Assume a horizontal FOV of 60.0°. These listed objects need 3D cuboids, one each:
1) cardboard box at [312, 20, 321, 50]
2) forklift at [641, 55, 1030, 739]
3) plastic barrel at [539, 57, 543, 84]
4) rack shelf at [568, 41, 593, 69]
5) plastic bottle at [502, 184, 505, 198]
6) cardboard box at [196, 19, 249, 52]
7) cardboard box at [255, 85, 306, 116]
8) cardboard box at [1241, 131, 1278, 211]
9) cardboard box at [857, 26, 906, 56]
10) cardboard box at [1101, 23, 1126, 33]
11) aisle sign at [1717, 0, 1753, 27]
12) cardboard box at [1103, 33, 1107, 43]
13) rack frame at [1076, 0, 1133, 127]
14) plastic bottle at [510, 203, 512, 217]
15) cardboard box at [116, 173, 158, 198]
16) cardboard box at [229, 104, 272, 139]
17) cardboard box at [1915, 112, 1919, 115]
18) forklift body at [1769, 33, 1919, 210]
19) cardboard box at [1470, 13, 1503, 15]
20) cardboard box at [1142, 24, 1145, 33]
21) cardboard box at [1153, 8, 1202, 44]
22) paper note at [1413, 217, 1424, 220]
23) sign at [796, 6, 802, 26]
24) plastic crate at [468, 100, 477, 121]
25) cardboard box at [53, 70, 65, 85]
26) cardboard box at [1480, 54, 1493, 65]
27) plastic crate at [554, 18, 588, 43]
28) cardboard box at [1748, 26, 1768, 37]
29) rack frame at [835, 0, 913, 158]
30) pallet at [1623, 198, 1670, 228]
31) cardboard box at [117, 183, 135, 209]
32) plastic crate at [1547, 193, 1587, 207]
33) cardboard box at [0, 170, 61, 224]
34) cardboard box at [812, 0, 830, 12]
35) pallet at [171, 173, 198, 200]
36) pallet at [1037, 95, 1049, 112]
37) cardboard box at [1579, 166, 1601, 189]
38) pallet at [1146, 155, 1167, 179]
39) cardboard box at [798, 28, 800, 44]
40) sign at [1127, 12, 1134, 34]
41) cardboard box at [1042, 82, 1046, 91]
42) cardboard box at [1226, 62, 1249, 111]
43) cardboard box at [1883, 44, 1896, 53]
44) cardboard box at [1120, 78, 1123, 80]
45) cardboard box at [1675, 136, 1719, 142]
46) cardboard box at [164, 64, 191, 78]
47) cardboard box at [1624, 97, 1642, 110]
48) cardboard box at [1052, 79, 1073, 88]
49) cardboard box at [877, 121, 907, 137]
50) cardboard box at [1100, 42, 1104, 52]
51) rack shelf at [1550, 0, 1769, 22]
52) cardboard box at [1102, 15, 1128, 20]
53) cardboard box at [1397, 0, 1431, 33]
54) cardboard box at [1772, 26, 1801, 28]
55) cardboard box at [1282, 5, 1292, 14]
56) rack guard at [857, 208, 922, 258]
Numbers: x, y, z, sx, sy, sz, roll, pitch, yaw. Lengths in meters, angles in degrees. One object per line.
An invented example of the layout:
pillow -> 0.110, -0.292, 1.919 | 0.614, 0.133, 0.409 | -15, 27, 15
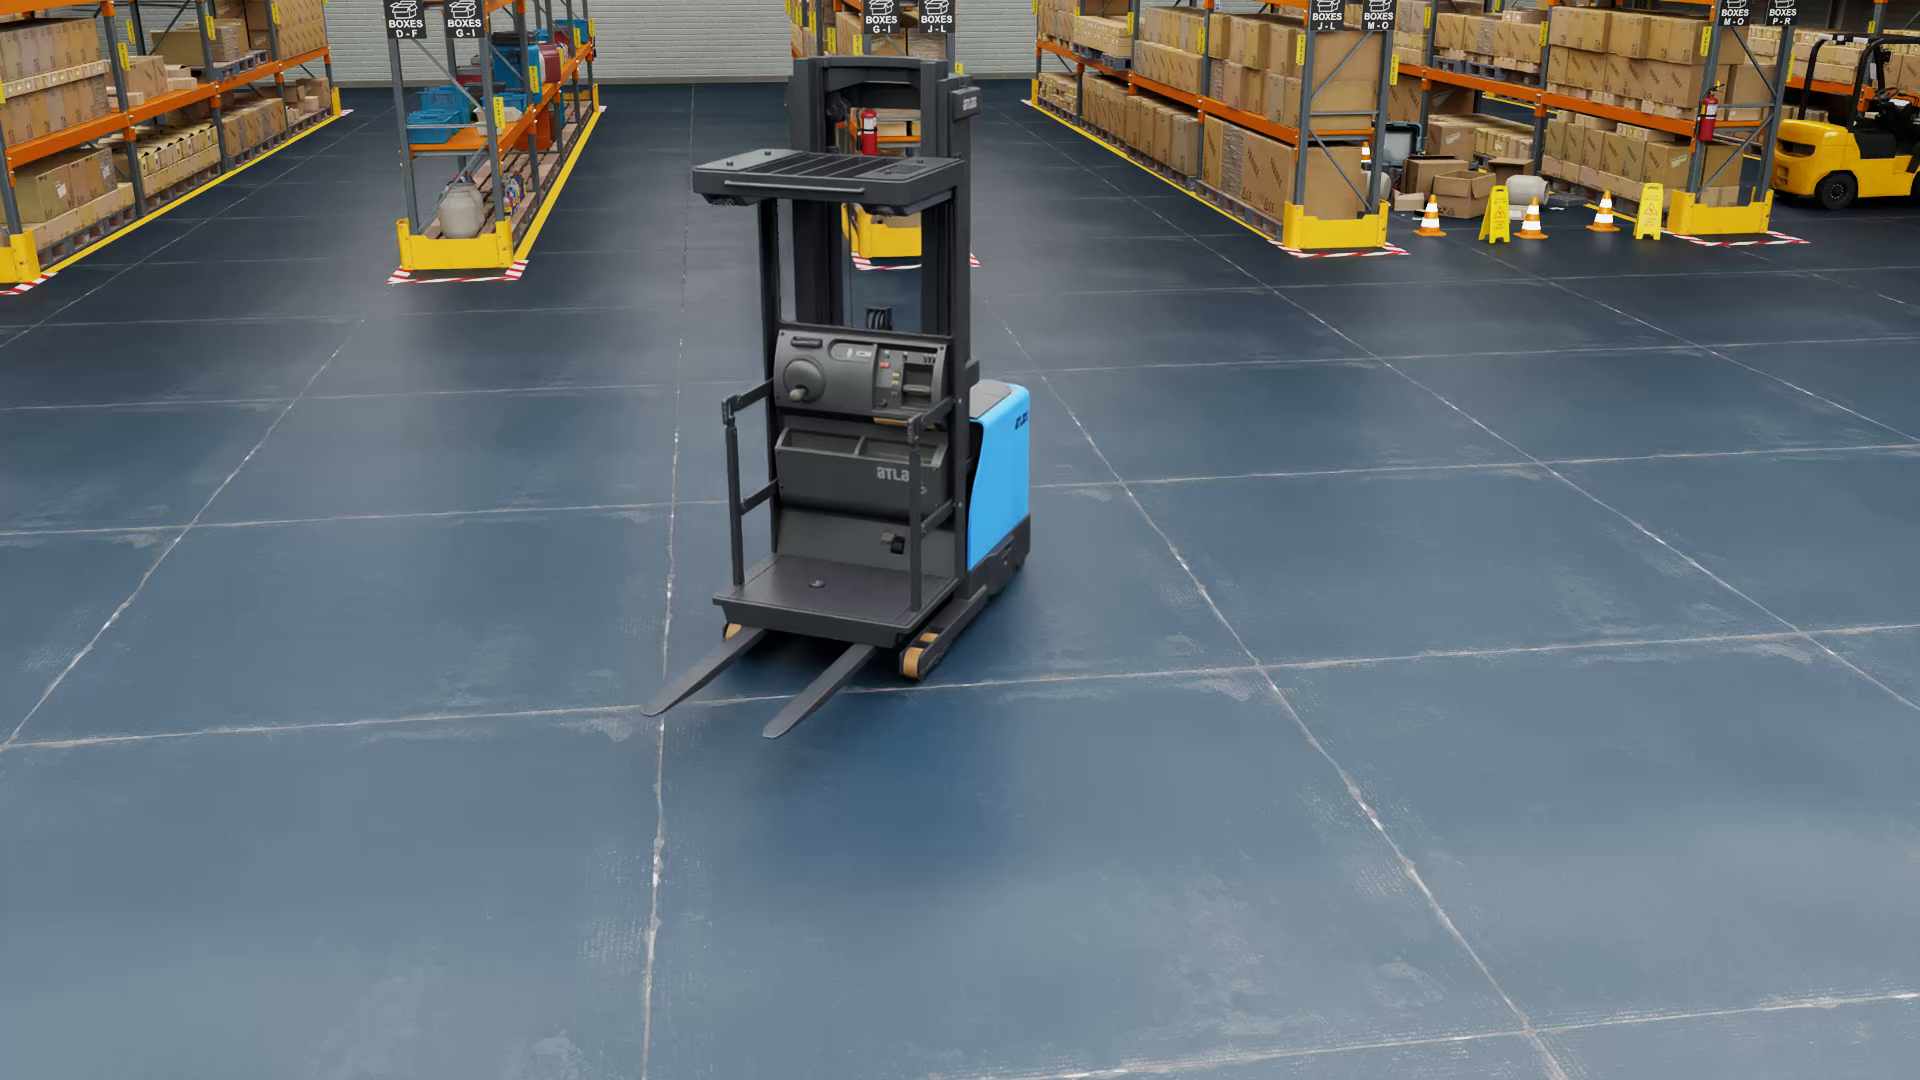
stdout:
cardboard box -> -12.255, -9.416, 30.996 | 0.500, 0.500, 0.500 | -3, 21, -7
forklift -> -0.586, -0.834, 8.261 | 1.130, 2.935, 3.031 | 8, 22, 19
plastic barrel -> -6.191, -6.729, 23.787 | 0.421, 0.512, 0.421 | 0, 20, 0
rack shelf -> -7.476, -8.909, 30.809 | 1.077, 0.370, 4.000 | -3, 21, -8
plastic bottle -> -5.668, -4.268, 20.610 | 0.061, 0.283, 0.133 | -3, 21, -8
cardboard box -> -12.243, -8.373, 27.604 | 0.700, 0.500, 0.500 | -10, 23, -26
cardboard box -> -12.366, -7.991, 30.265 | 0.797, 0.503, 0.637 | -3, 21, -8
cardboard box -> 4.074, -4.601, 20.684 | 0.875, 0.875, 0.875 | -3, 21, -9
cardboard box -> -0.881, -5.481, 18.606 | 0.500, 0.500, 0.500 | -3, 21, -8
cardboard box -> 2.545, -8.491, 27.572 | 0.380, 0.149, 0.250 | -3, 21, -8
aisle sign -> 8.971, -6.330, 19.161 | 0.394, 0.787, 0.004 | -3, 21, -8
cardboard box -> 2.574, -8.270, 27.404 | 0.380, 0.149, 0.250 | -3, 21, -8
rack frame -> 2.636, -9.018, 30.074 | 1.000, 3.000, 0.127 | -3, 21, -8
plastic bottle -> -5.426, -3.973, 19.937 | 0.097, 0.201, 0.097 | 0, 20, 0
cardboard box -> -10.750, -4.596, 21.563 | 0.500, 0.250, 0.500 | -3, 21, -9
cardboard box -> -11.601, -6.838, 27.181 | 0.500, 0.500, 0.500 | -3, 21, -7
cardboard box -> 13.846, -6.001, 23.897 | 0.500, 0.250, 0.500 | -3, 21, -7
forklift body -> 12.082, -5.567, 22.046 | 2.313, 2.155, 1.214 | -3, 21, -8
cardboard box -> 8.437, -8.157, 26.602 | 0.500, 0.500, 0.500 | -4, 21, -9
cardboard box -> 3.228, -8.431, 27.410 | 0.380, 0.149, 0.250 | -4, 21, -10
cardboard box -> 3.342, -7.817, 25.288 | 0.700, 0.500, 0.500 | -3, 21, -9
paper note -> 5.826, -4.086, 21.114 | 0.144, 0.017, 0.142 | 4, 21, 11
sign -> -2.836, -9.217, 29.257 | 0.100, 0.325, 0.005 | -3, 21, -8
plastic crate -> -6.119, -5.200, 20.154 | 0.450, 0.188, 0.662 | -3, 21, -8
cardboard box -> -10.463, -5.271, 18.971 | 0.380, 0.149, 0.250 | -2, 21, -6
cardboard box -> 8.144, -7.313, 25.268 | 0.380, 0.149, 0.250 | -2, 21, -6
plastic crate -> -7.532, -9.876, 32.236 | 0.616, 0.435, 0.499 | -3, 21, -8
cardboard box -> 12.864, -8.215, 26.854 | 0.380, 0.149, 0.250 | -2, 21, -6
rack frame -> -1.134, -6.033, 22.082 | 1.000, 3.000, 0.127 | -3, 21, -8
pallet -> 9.156, -4.151, 21.029 | 1.003, 0.211, 1.213 | -3, 21, -8
cardboard box -> -10.654, -4.294, 20.755 | 0.500, 0.250, 0.500 | -3, 21, -8
plastic crate -> 8.088, -4.580, 22.365 | 0.402, 0.080, 0.583 | -11, 23, -26
cardboard box -> -10.292, -3.780, 18.307 | 0.500, 0.500, 0.500 | -3, 21, -8
cardboard box -> -2.099, -8.861, 28.076 | 0.797, 0.503, 0.637 | -3, 21, -7
pallet -> -11.261, -4.905, 23.047 | 1.003, 0.211, 1.213 | -3, 21, -8
pallet -> 2.152, -8.787, 33.442 | 1.003, 0.211, 1.213 | -3, 21, -8
cardboard box -> 8.658, -4.856, 22.260 | 0.500, 0.250, 0.500 | -3, 21, -8
pallet -> 3.424, -5.629, 24.985 | 1.003, 0.211, 1.213 | -3, 21, -8
cardboard box -> -2.687, -9.191, 30.326 | 0.500, 0.250, 0.500 | -2, 21, -6
sign -> 2.677, -8.108, 26.096 | 0.100, 0.325, 0.005 | -3, 21, -8
cardboard box -> 1.864, -9.112, 33.374 | 0.380, 0.149, 0.250 | -3, 21, -8
cardboard box -> 3.917, -5.809, 21.268 | 0.875, 0.550, 0.550 | -3, 21, -8
cardboard box -> 13.370, -7.012, 23.632 | 0.380, 0.149, 0.250 | -3, 21, -9
cardboard box -> 3.054, -7.971, 29.172 | 0.500, 0.250, 0.500 | -2, 21, -5
cardboard box -> 9.323, -4.890, 21.280 | 0.500, 0.500, 0.500 | -4, 21, -10
cardboard box -> -11.504, -6.750, 24.129 | 0.500, 0.311, 0.500 | -2, 21, -4
cardboard box -> 8.730, -5.588, 21.250 | 0.380, 0.149, 0.250 | -3, 21, -8
cardboard box -> 2.008, -8.890, 32.355 | 0.380, 0.149, 0.250 | -3, 21, -7
cardboard box -> -0.802, -4.619, 18.654 | 0.380, 0.149, 0.250 | -3, 21, -8
cardboard box -> 2.542, -8.215, 27.682 | 0.380, 0.149, 0.250 | -4, 21, -10
rack shelf -> 8.961, -6.909, 21.167 | 1.077, 0.370, 4.000 | -3, 21, -8
cardboard box -> 2.814, -9.389, 30.498 | 0.500, 0.500, 0.500 | -3, 21, -9
cardboard box -> 7.681, -8.776, 27.855 | 0.500, 0.500, 0.500 | -3, 21, -7
cardboard box -> 13.380, -8.240, 26.921 | 0.380, 0.149, 0.250 | -3, 21, -8
cardboard box -> 6.812, -10.844, 33.391 | 0.500, 0.500, 0.500 | -3, 21, -9
rack guard -> -0.568, -3.504, 18.882 | 1.175, 0.500, 0.348 | -3, 21, -8
